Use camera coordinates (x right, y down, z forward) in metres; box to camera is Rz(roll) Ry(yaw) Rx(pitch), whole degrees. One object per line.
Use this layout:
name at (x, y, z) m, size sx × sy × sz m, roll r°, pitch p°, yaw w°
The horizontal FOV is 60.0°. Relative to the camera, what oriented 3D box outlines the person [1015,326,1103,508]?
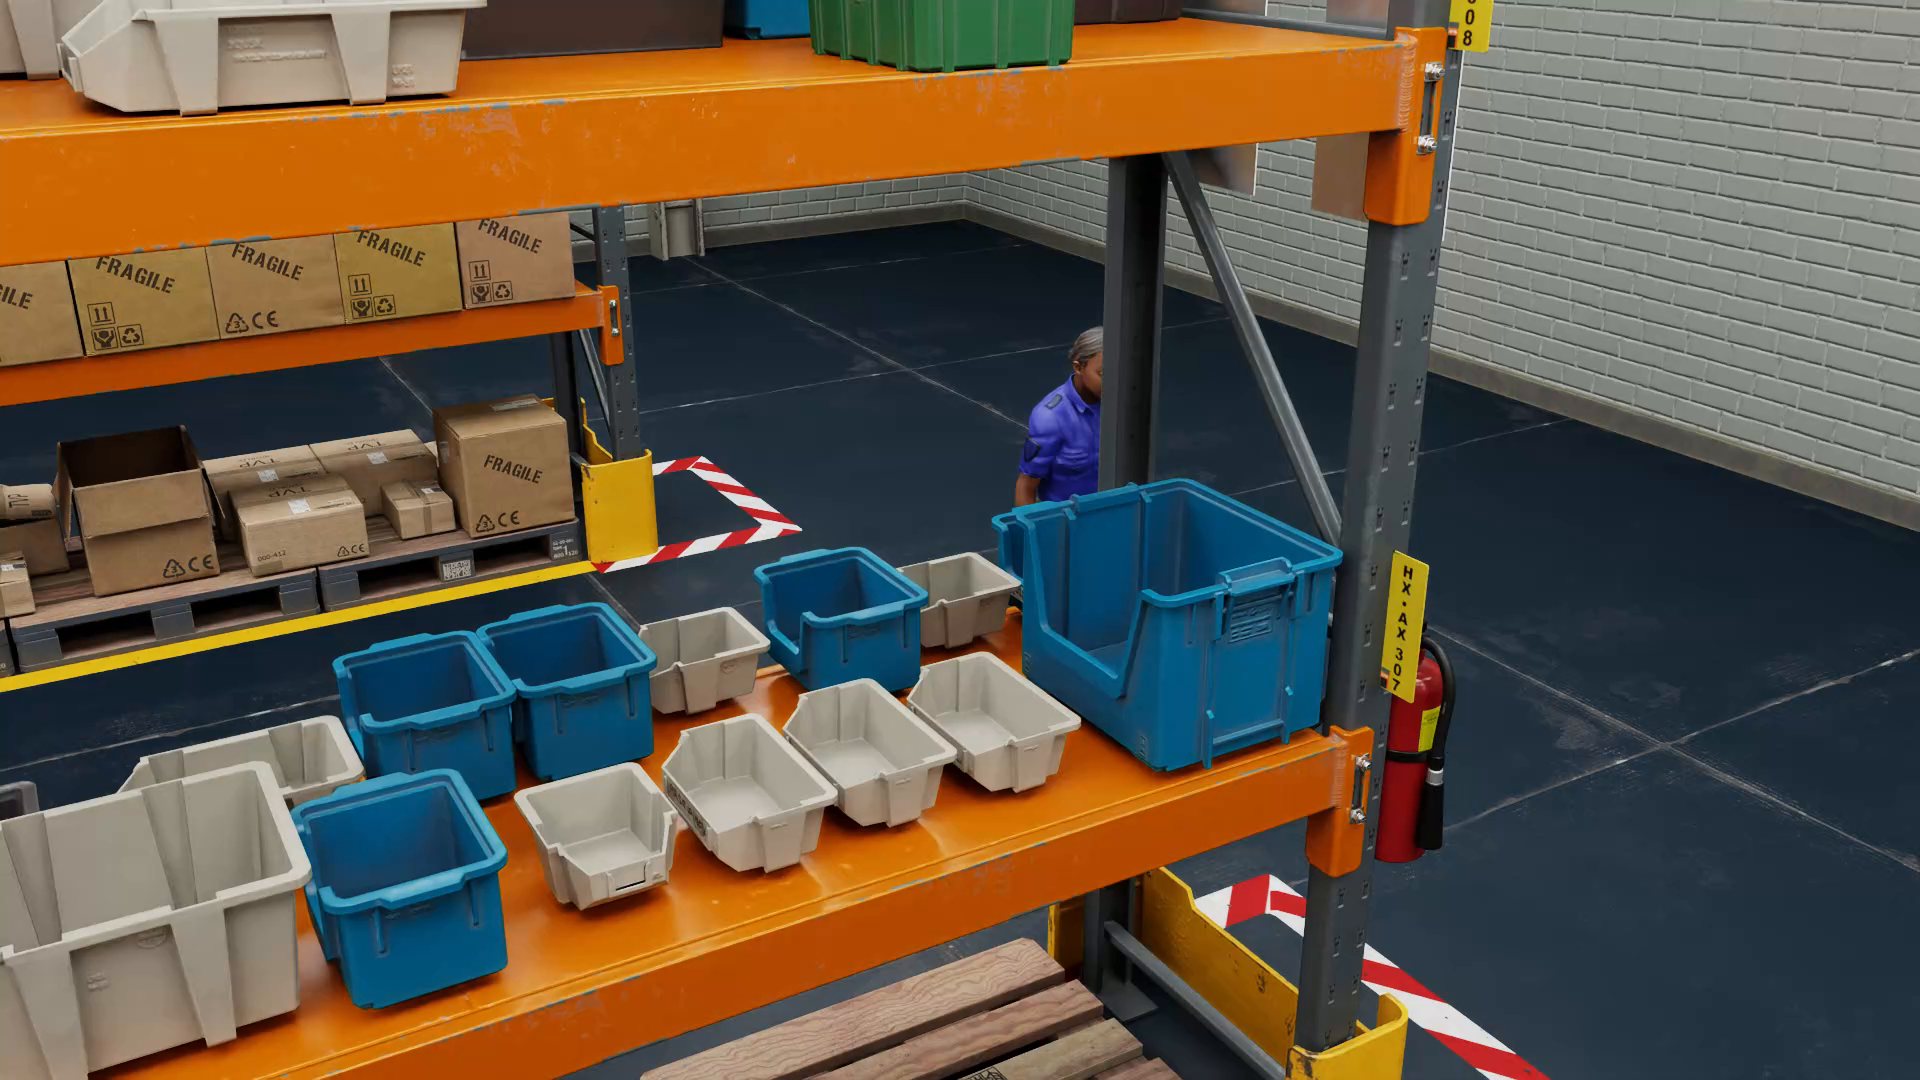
person at (0.422, 0.018, 6.050) m, size 0.503 × 1.654 × 0.348 m, roll -13°, pitch 25°, yaw -29°
